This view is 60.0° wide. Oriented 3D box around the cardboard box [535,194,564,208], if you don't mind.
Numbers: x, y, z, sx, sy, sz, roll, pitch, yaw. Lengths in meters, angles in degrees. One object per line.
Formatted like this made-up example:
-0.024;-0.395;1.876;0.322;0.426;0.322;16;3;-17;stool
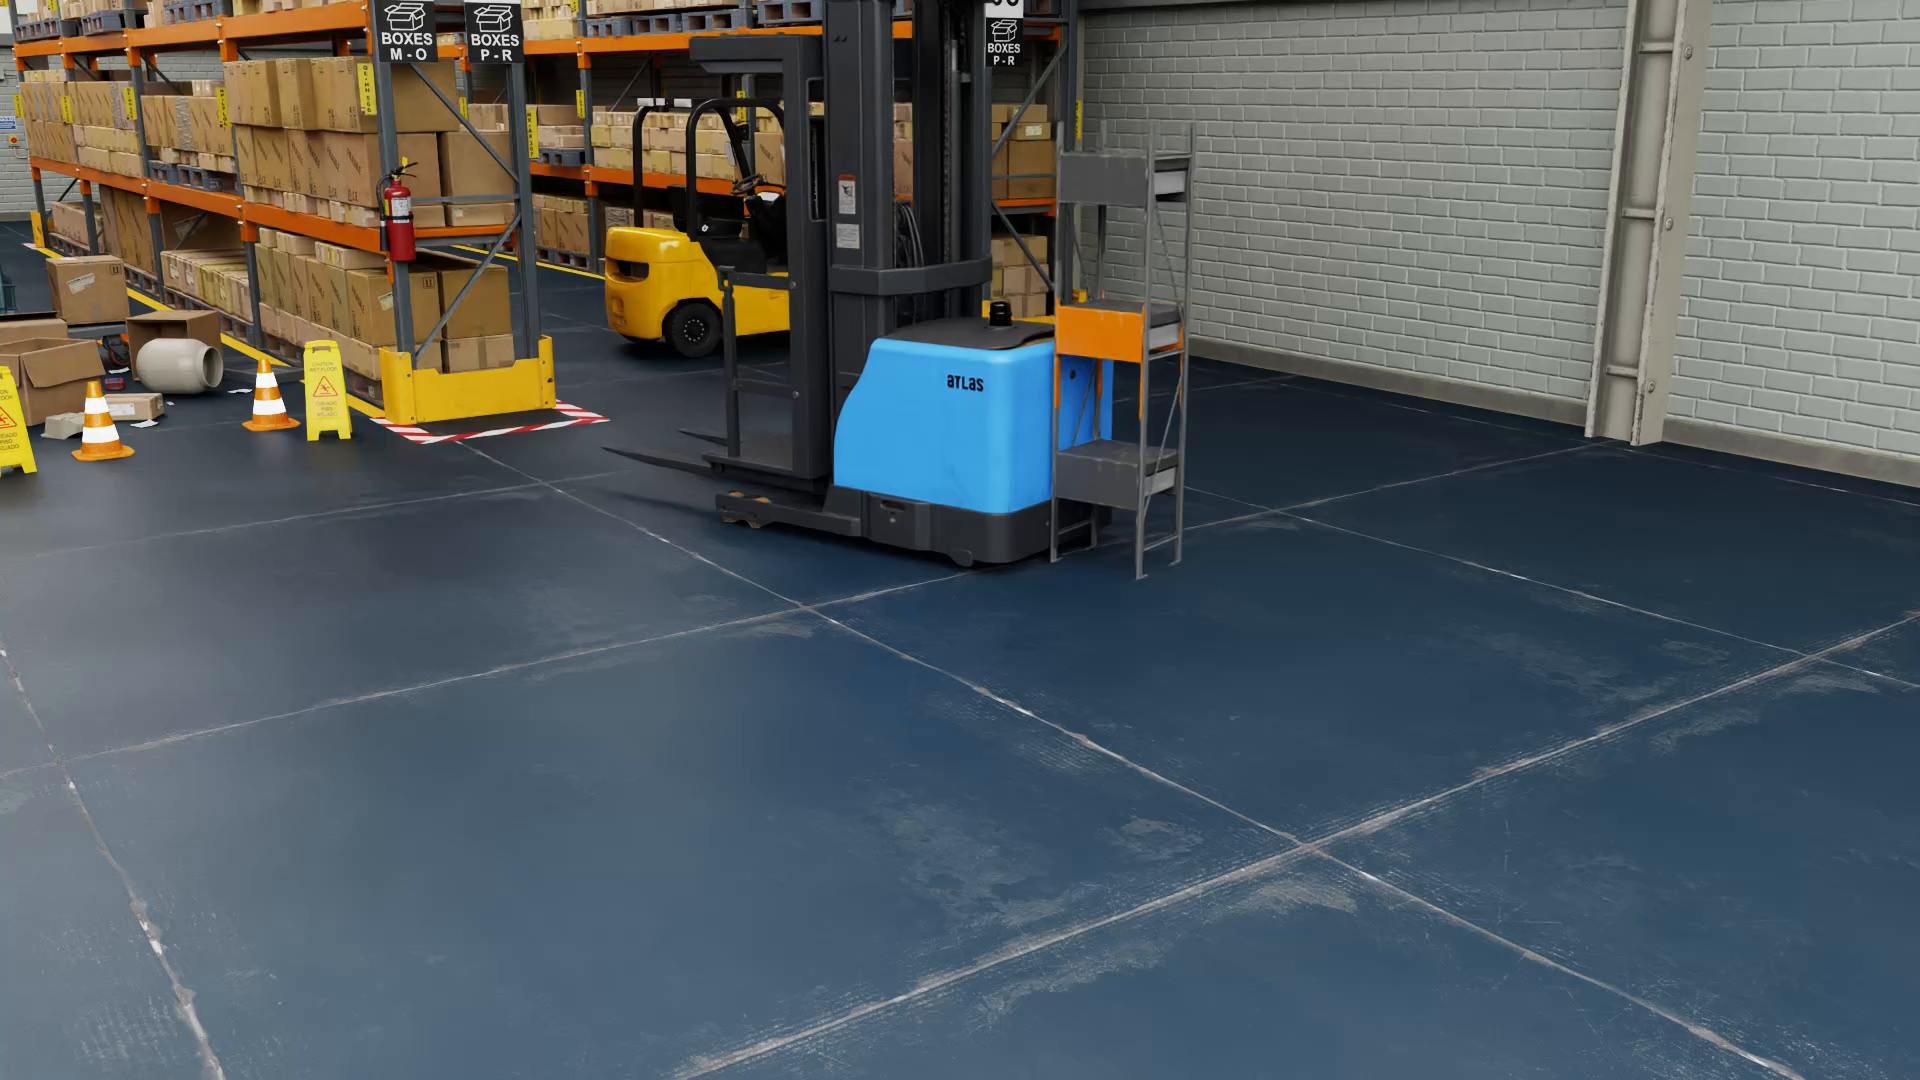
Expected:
-5.393;-4.488;22.003;0.380;0.149;0.250;-12;19;-37;cardboard box

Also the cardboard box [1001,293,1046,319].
0.433;-2.128;15.082;0.500;0.250;0.500;-11;19;-34;cardboard box

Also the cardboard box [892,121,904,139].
-0.476;-3.727;15.094;0.380;0.149;0.250;-12;19;-36;cardboard box

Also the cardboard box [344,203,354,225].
-4.215;-2.366;12.013;0.380;0.149;0.250;-11;19;-35;cardboard box

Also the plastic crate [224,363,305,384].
-5.542;-1.329;13.279;0.583;0.080;0.402;10;18;33;plastic crate

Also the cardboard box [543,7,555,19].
-4.996;-6.595;20.835;0.380;0.149;0.250;-11;19;-35;cardboard box

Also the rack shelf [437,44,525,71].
-7.668;-7.206;24.902;1.077;0.370;4.000;-11;19;-35;rack shelf

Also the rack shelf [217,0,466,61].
-4.626;-3.872;12.722;1.077;0.370;4.000;-11;19;-35;rack shelf

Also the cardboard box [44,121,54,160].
-11.895;-5.343;22.228;0.500;0.500;0.500;-10;18;-33;cardboard box

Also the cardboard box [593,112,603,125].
-4.191;-5.072;20.008;0.380;0.149;0.250;-10;18;-33;cardboard box

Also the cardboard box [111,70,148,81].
-10.481;-5.859;20.988;0.380;0.149;0.250;-11;19;-35;cardboard box

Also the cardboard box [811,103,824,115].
-1.214;-4.144;16.053;0.380;0.149;0.250;-11;19;-35;cardboard box

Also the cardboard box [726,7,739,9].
-2.374;-5.794;17.871;0.380;0.149;0.250;-11;19;-35;cardboard box

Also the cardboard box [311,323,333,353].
-4.753;-1.575;13.062;0.500;0.250;0.500;-12;19;-37;cardboard box

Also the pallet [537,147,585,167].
-4.596;-4.866;21.036;1.213;0.211;1.003;-11;19;-35;pallet

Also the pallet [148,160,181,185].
-7.648;-3.825;17.234;1.213;0.211;1.003;-11;19;-35;pallet

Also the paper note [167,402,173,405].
-5.808;-1.006;12.231;0.032;0.001;0.123;-11;19;-35;paper note

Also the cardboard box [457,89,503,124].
-7.153;-6.471;24.837;0.500;0.500;0.500;-11;19;-36;cardboard box

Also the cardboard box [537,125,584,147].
-5.023;-5.130;21.126;0.500;0.250;0.500;-12;19;-37;cardboard box

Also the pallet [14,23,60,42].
-12.413;-7.009;22.989;1.003;0.211;1.213;-11;19;-35;pallet

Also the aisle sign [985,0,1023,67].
0.364;-4.311;13.720;0.394;0.787;0.004;-11;19;-35;aisle sign

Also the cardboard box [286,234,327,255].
-5.184;-2.380;13.353;0.380;0.149;0.250;-10;18;-31;cardboard box

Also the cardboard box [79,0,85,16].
-9.714;-6.048;18.767;0.396;0.266;0.258;-9;18;-30;cardboard box

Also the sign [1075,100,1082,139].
1.016;-3.657;14.466;0.100;0.325;0.005;-11;19;-35;sign

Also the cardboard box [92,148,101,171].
-9.866;-4.478;19.540;0.500;0.250;0.500;-11;19;-35;cardboard box

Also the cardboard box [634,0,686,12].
-3.313;-6.161;18.547;0.500;0.500;0.500;-10;18;-33;cardboard box

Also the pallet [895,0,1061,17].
0.168;-4.676;14.463;1.003;0.211;1.213;-11;19;-35;pallet

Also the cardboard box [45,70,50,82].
-11.801;-6.100;21.870;0.380;0.149;0.250;-11;19;-35;cardboard box

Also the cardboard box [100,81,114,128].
-9.264;-4.869;18.601;0.500;0.500;0.500;-11;19;-34;cardboard box

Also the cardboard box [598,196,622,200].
-4.541;-4.396;21.666;0.380;0.149;0.250;-11;19;-34;cardboard box

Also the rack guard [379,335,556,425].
-3.494;-1.156;11.852;1.175;0.500;0.348;-11;19;-35;rack guard

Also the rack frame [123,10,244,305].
-8.153;-4.054;17.704;1.000;3.000;0.127;-11;19;-35;rack frame

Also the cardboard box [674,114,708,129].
-2.944;-4.638;18.423;0.380;0.149;0.250;-11;19;-34;cardboard box

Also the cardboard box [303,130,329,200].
-4.574;-2.825;12.463;0.500;0.500;0.500;-11;19;-35;cardboard box

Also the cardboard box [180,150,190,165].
-7.500;-3.804;16.474;0.380;0.149;0.250;-10;18;-31;cardboard box

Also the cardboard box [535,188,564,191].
-5.734;-4.849;23.321;0.380;0.149;0.250;-11;19;-34;cardboard box

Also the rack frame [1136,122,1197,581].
0.960;-0.862;7.747;0.015;2.100;0.400;11;19;36;rack frame

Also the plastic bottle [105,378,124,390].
-6.560;-1.215;12.901;0.133;0.061;0.283;-7;17;-25;plastic bottle

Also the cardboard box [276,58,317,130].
-4.601;-3.297;12.292;0.700;0.500;0.500;-11;19;-35;cardboard box

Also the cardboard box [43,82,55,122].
-11.605;-5.713;21.684;0.500;0.500;0.500;-11;19;-34;cardboard box

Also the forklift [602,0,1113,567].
-0.690;-1.573;8.770;3.031;2.935;1.130;11;19;36;forklift

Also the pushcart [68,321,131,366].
-7.616;-1.570;13.598;0.936;0.377;1.648;10;18;33;pushcart

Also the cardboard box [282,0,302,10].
-4.825;-4.025;12.393;0.380;0.149;0.250;-11;19;-35;cardboard box

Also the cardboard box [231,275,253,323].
-6.112;-2.246;15.283;0.950;0.372;0.625;-11;19;-34;cardboard box

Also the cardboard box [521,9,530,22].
-5.714;-6.806;21.568;0.380;0.149;0.250;-10;18;-33;cardboard box

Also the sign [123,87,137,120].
-8.600;-4.525;17.234;0.100;0.325;0.005;-11;19;-35;sign

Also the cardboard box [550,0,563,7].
-4.848;-6.684;20.598;0.380;0.149;0.250;-12;19;-36;cardboard box

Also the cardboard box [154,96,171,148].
-7.764;-4.206;16.711;0.500;0.500;0.500;-10;18;-32;cardboard box

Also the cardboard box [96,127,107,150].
-9.571;-4.612;19.083;0.500;0.250;0.500;-12;19;-36;cardboard box

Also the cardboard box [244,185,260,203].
-5.876;-2.961;14.189;0.380;0.149;0.250;-11;19;-35;cardboard box

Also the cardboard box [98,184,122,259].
-10.076;-3.965;20.612;0.875;0.875;0.875;-10;18;-33;cardboard box

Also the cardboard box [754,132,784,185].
-1.739;-3.884;16.894;0.500;0.500;0.500;-12;19;-36;cardboard box

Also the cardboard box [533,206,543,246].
-5.479;-4.206;22.203;0.500;0.500;0.500;-12;19;-37;cardboard box

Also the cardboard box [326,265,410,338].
-4.441;-1.825;12.554;0.500;0.500;0.500;-10;18;-33;cardboard box

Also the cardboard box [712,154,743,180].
-2.297;-3.965;17.666;0.500;0.250;0.500;-10;18;-33;cardboard box

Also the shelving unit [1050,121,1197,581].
0.765;-0.900;7.889;0.503;2.100;0.431;11;19;36;shelving unit
